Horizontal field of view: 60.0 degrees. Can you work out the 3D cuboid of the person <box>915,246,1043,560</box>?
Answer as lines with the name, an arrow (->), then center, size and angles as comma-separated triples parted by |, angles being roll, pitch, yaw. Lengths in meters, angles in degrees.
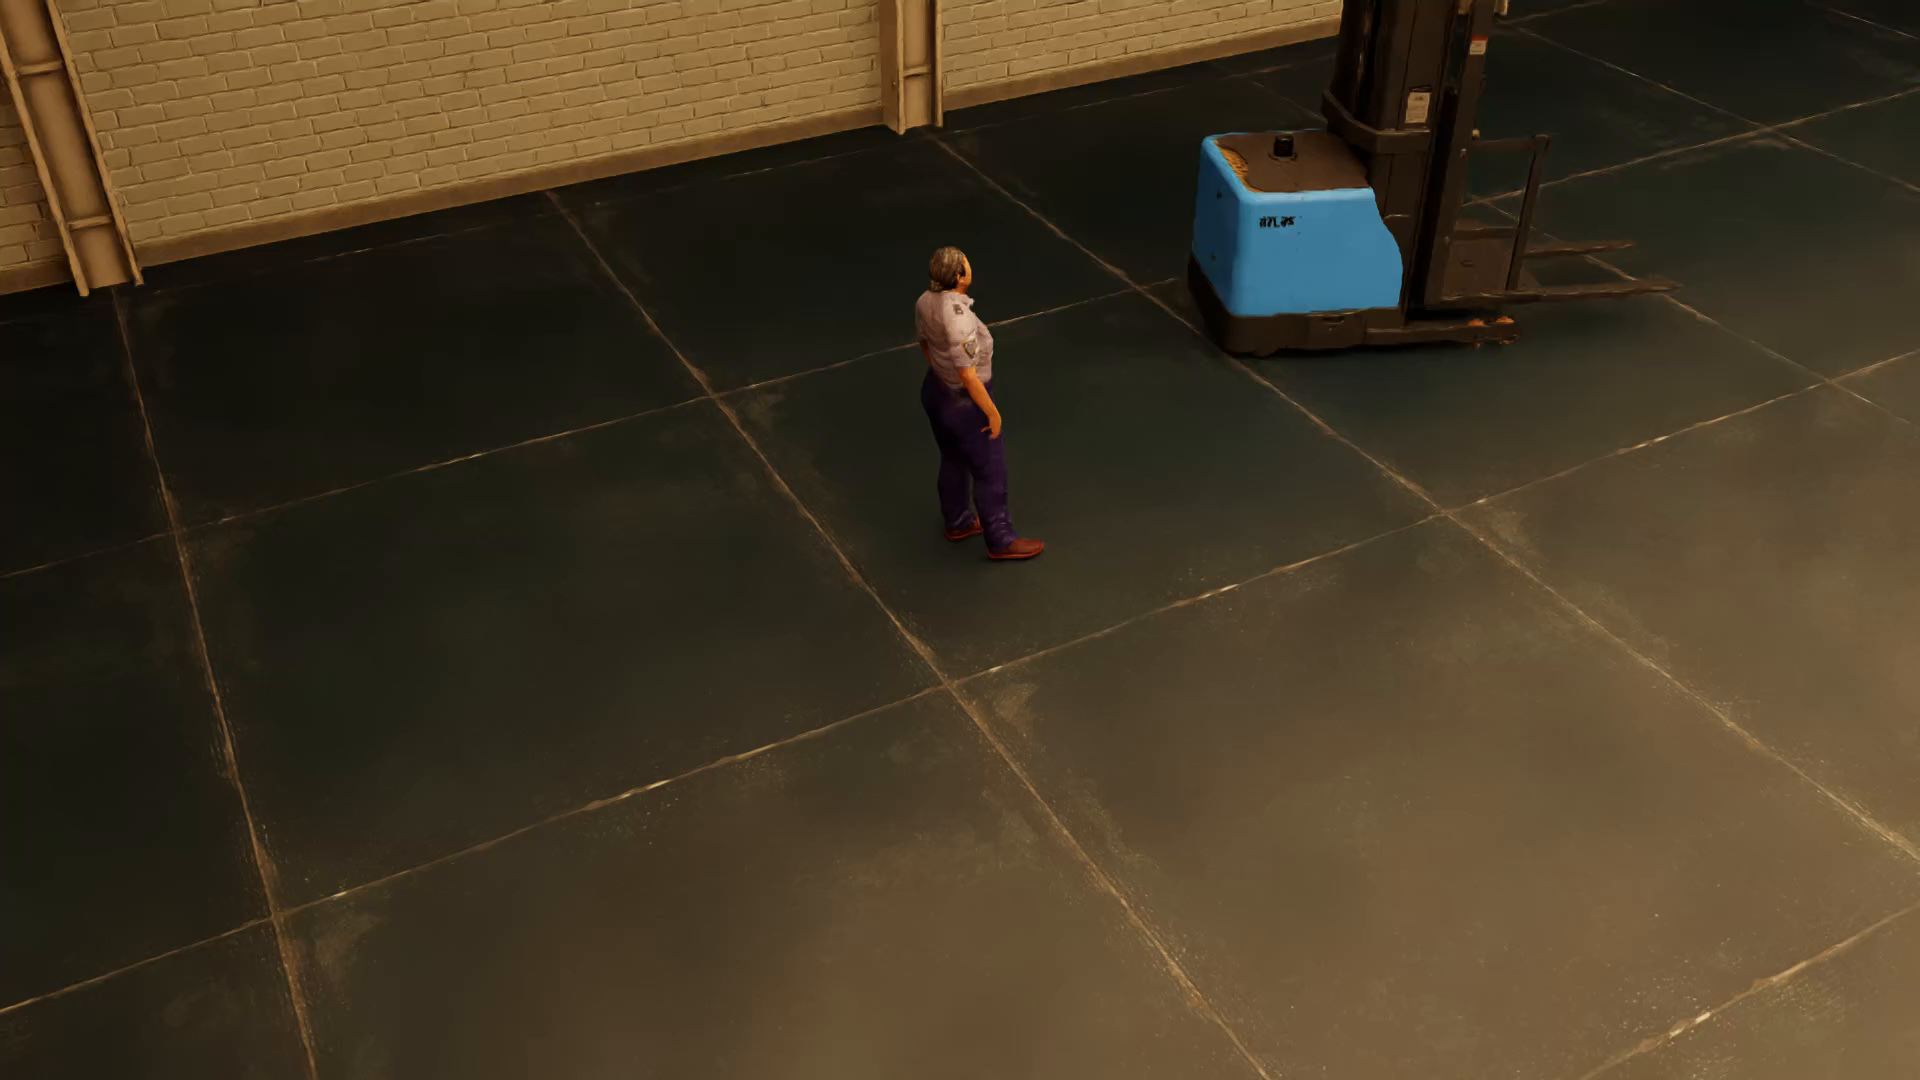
person -> 0.090, -0.692, 8.201 | 0.502, 1.650, 0.599 | -17, 39, -23

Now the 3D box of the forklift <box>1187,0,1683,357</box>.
forklift -> 3.050, -2.702, 9.945 | 3.031, 2.935, 1.130 | -5, 36, -7
